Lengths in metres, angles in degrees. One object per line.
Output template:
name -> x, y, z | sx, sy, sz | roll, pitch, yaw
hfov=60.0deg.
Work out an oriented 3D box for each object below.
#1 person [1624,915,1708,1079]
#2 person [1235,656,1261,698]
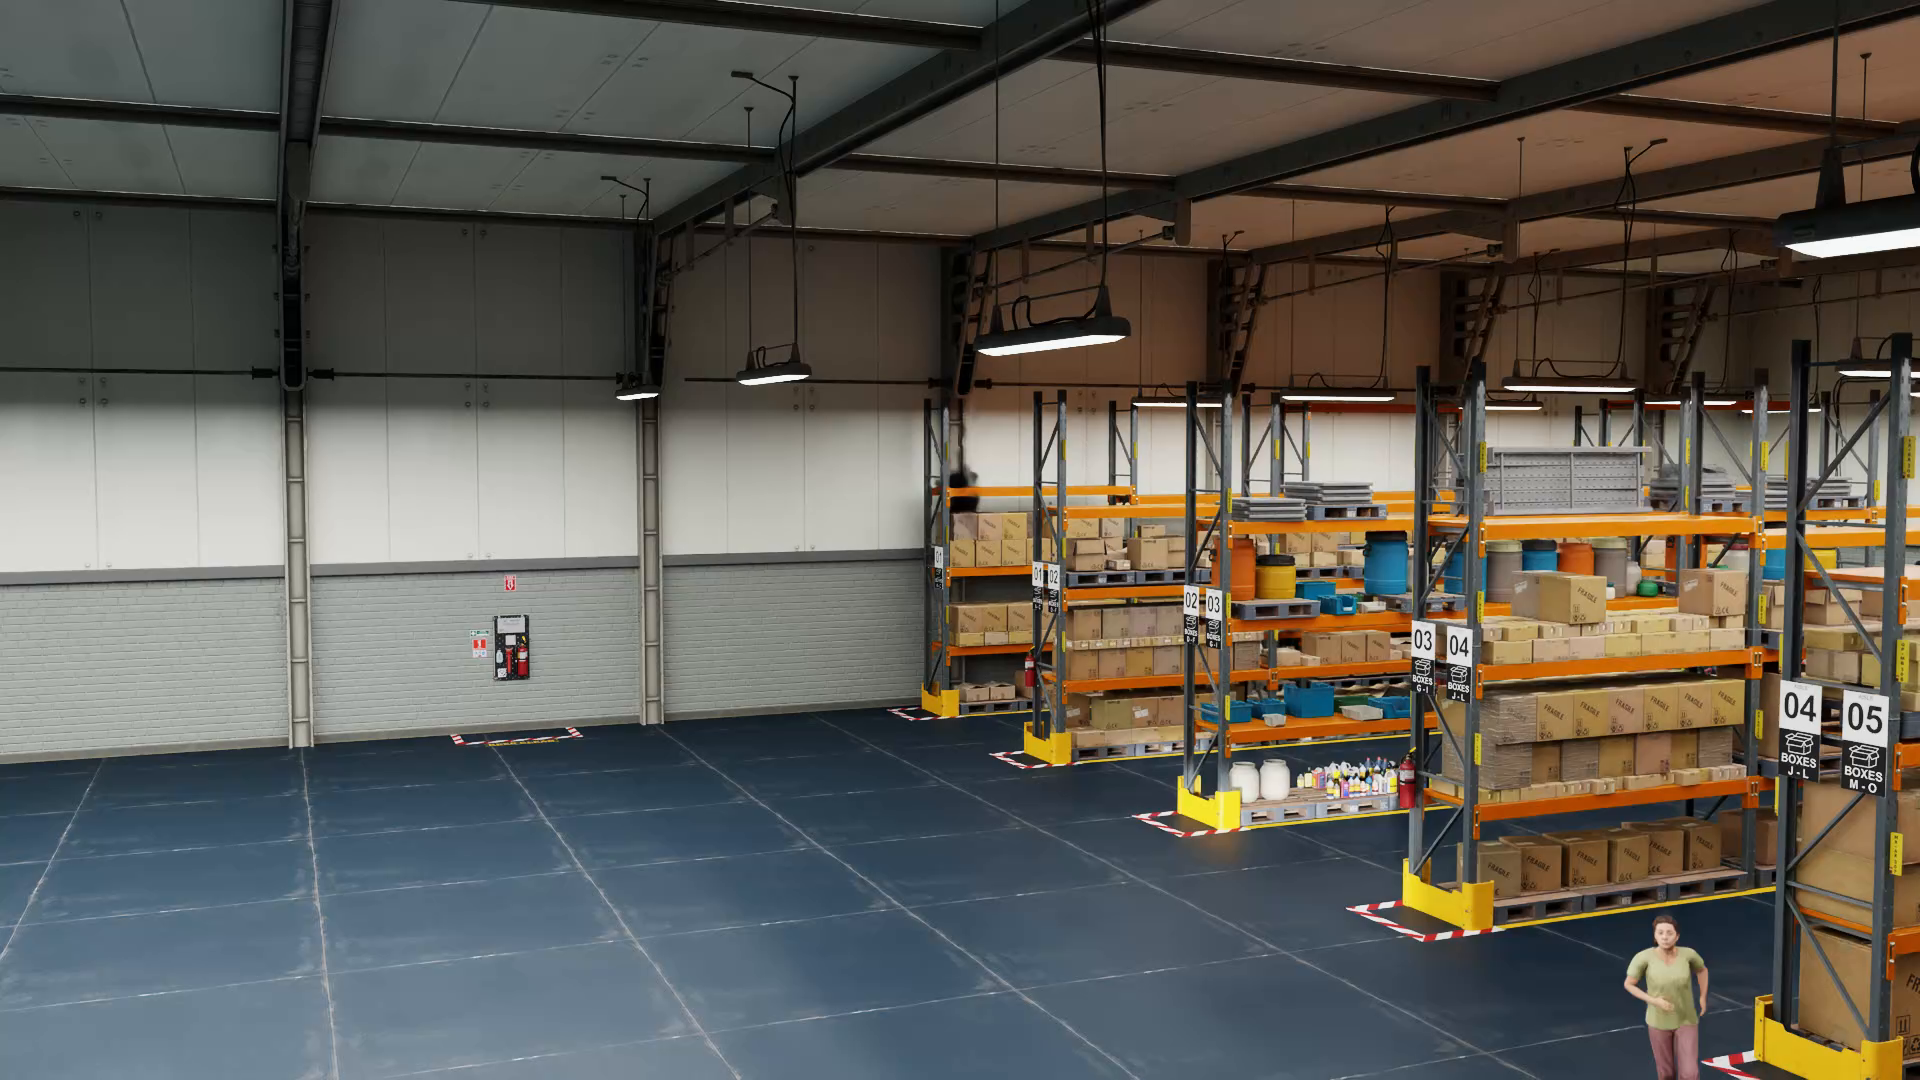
person -> 5.245, 3.607, 12.343 | 0.598, 1.665, 0.954 | 1, 4, 16
person -> 5.480, 2.505, 31.400 | 0.719, 1.648, 0.618 | -1, 4, -23
